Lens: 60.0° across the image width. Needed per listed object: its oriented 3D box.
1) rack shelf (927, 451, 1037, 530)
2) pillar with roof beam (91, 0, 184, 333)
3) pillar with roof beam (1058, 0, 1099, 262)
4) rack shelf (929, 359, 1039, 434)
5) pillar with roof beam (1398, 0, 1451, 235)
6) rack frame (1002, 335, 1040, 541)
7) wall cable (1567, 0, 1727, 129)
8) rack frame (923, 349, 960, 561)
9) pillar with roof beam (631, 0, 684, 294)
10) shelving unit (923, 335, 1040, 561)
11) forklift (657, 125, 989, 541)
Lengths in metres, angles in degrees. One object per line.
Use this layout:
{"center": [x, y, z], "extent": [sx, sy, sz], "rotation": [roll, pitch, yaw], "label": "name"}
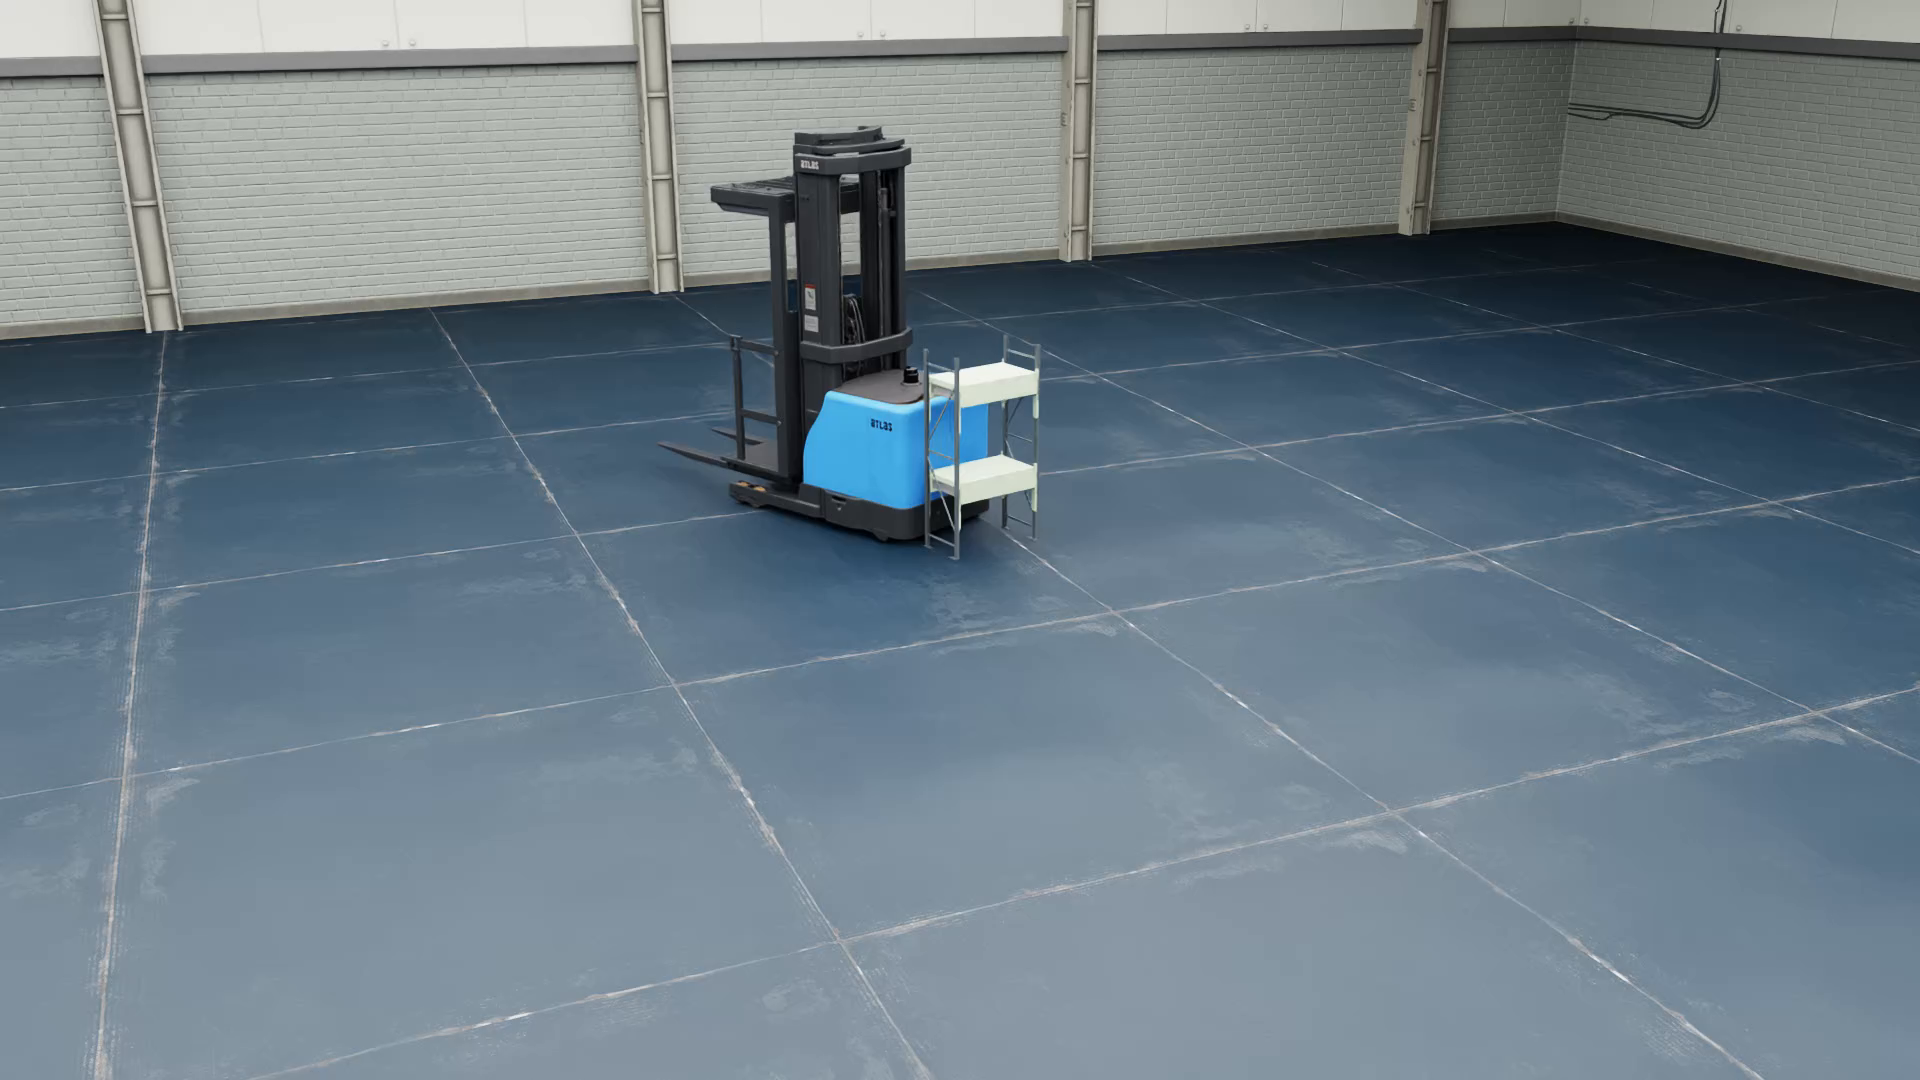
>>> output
{"center": [0.160, -0.373, 12.304], "extent": [0.720, 0.370, 0.431], "rotation": [-14, 24, -35], "label": "rack shelf"}
{"center": [-7.652, -5.415, 14.352], "extent": [0.400, 9.000, 9.100], "rotation": [-8, 21, -22], "label": "pillar with roof beam"}
{"center": [3.367, -6.994, 18.835], "extent": [0.400, 9.000, 9.100], "rotation": [-8, 21, -22], "label": "pillar with roof beam"}
{"center": [0.160, -1.049, 12.067], "extent": [0.720, 0.370, 0.431], "rotation": [-14, 24, -35], "label": "rack shelf"}
{"center": [8.876, -7.783, 21.077], "extent": [0.400, 9.000, 9.100], "rotation": [-8, 21, -22], "label": "pillar with roof beam"}
{"center": [0.452, -0.754, 12.404], "extent": [0.023, 1.500, 0.400], "rotation": [-14, 24, -35], "label": "rack frame"}
{"center": [10.399, -7.616, 25.277], "extent": [0.112, 2.526, 3.097], "rotation": [-8, 21, -22], "label": "wall cable"}
{"center": [-0.132, -0.607, 11.988], "extent": [0.023, 1.500, 0.400], "rotation": [-14, 24, -35], "label": "rack frame"}
{"center": [-2.143, -6.204, 16.594], "extent": [0.400, 9.000, 9.100], "rotation": [-8, 21, -22], "label": "pillar with roof beam"}
{"center": [0.160, -0.680, 12.196], "extent": [0.755, 1.500, 0.431], "rotation": [-14, 24, -35], "label": "shelving unit"}
{"center": [-1.222, -1.758, 13.102], "extent": [3.031, 2.935, 1.130], "rotation": [16, 25, 38], "label": "forklift"}
